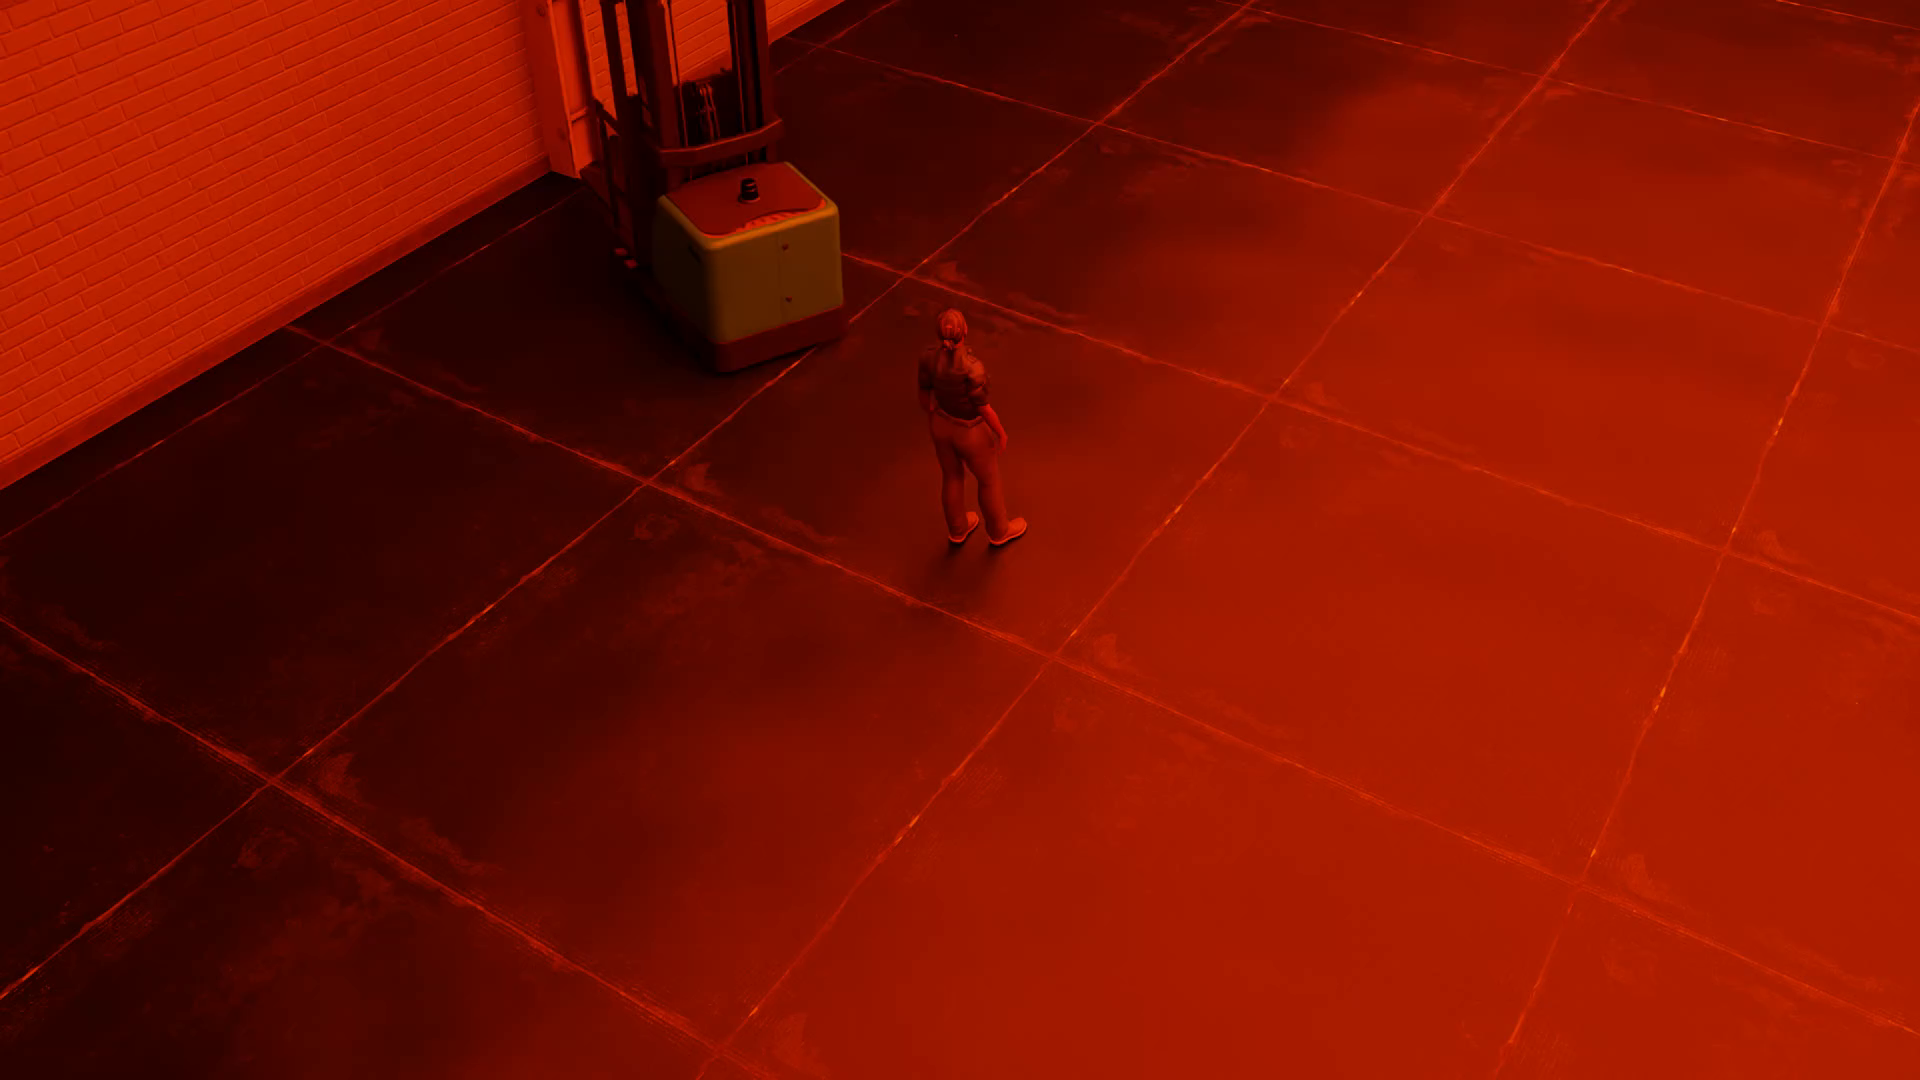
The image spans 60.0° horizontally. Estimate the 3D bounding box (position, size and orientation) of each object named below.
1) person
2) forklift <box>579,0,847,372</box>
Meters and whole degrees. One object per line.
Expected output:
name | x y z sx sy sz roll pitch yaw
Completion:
person | 0.063 -0.673 9.747 0.570 1.642 0.504 22 45 24
forklift | -2.002 -3.208 11.752 1.130 2.935 3.031 -21 45 -23
